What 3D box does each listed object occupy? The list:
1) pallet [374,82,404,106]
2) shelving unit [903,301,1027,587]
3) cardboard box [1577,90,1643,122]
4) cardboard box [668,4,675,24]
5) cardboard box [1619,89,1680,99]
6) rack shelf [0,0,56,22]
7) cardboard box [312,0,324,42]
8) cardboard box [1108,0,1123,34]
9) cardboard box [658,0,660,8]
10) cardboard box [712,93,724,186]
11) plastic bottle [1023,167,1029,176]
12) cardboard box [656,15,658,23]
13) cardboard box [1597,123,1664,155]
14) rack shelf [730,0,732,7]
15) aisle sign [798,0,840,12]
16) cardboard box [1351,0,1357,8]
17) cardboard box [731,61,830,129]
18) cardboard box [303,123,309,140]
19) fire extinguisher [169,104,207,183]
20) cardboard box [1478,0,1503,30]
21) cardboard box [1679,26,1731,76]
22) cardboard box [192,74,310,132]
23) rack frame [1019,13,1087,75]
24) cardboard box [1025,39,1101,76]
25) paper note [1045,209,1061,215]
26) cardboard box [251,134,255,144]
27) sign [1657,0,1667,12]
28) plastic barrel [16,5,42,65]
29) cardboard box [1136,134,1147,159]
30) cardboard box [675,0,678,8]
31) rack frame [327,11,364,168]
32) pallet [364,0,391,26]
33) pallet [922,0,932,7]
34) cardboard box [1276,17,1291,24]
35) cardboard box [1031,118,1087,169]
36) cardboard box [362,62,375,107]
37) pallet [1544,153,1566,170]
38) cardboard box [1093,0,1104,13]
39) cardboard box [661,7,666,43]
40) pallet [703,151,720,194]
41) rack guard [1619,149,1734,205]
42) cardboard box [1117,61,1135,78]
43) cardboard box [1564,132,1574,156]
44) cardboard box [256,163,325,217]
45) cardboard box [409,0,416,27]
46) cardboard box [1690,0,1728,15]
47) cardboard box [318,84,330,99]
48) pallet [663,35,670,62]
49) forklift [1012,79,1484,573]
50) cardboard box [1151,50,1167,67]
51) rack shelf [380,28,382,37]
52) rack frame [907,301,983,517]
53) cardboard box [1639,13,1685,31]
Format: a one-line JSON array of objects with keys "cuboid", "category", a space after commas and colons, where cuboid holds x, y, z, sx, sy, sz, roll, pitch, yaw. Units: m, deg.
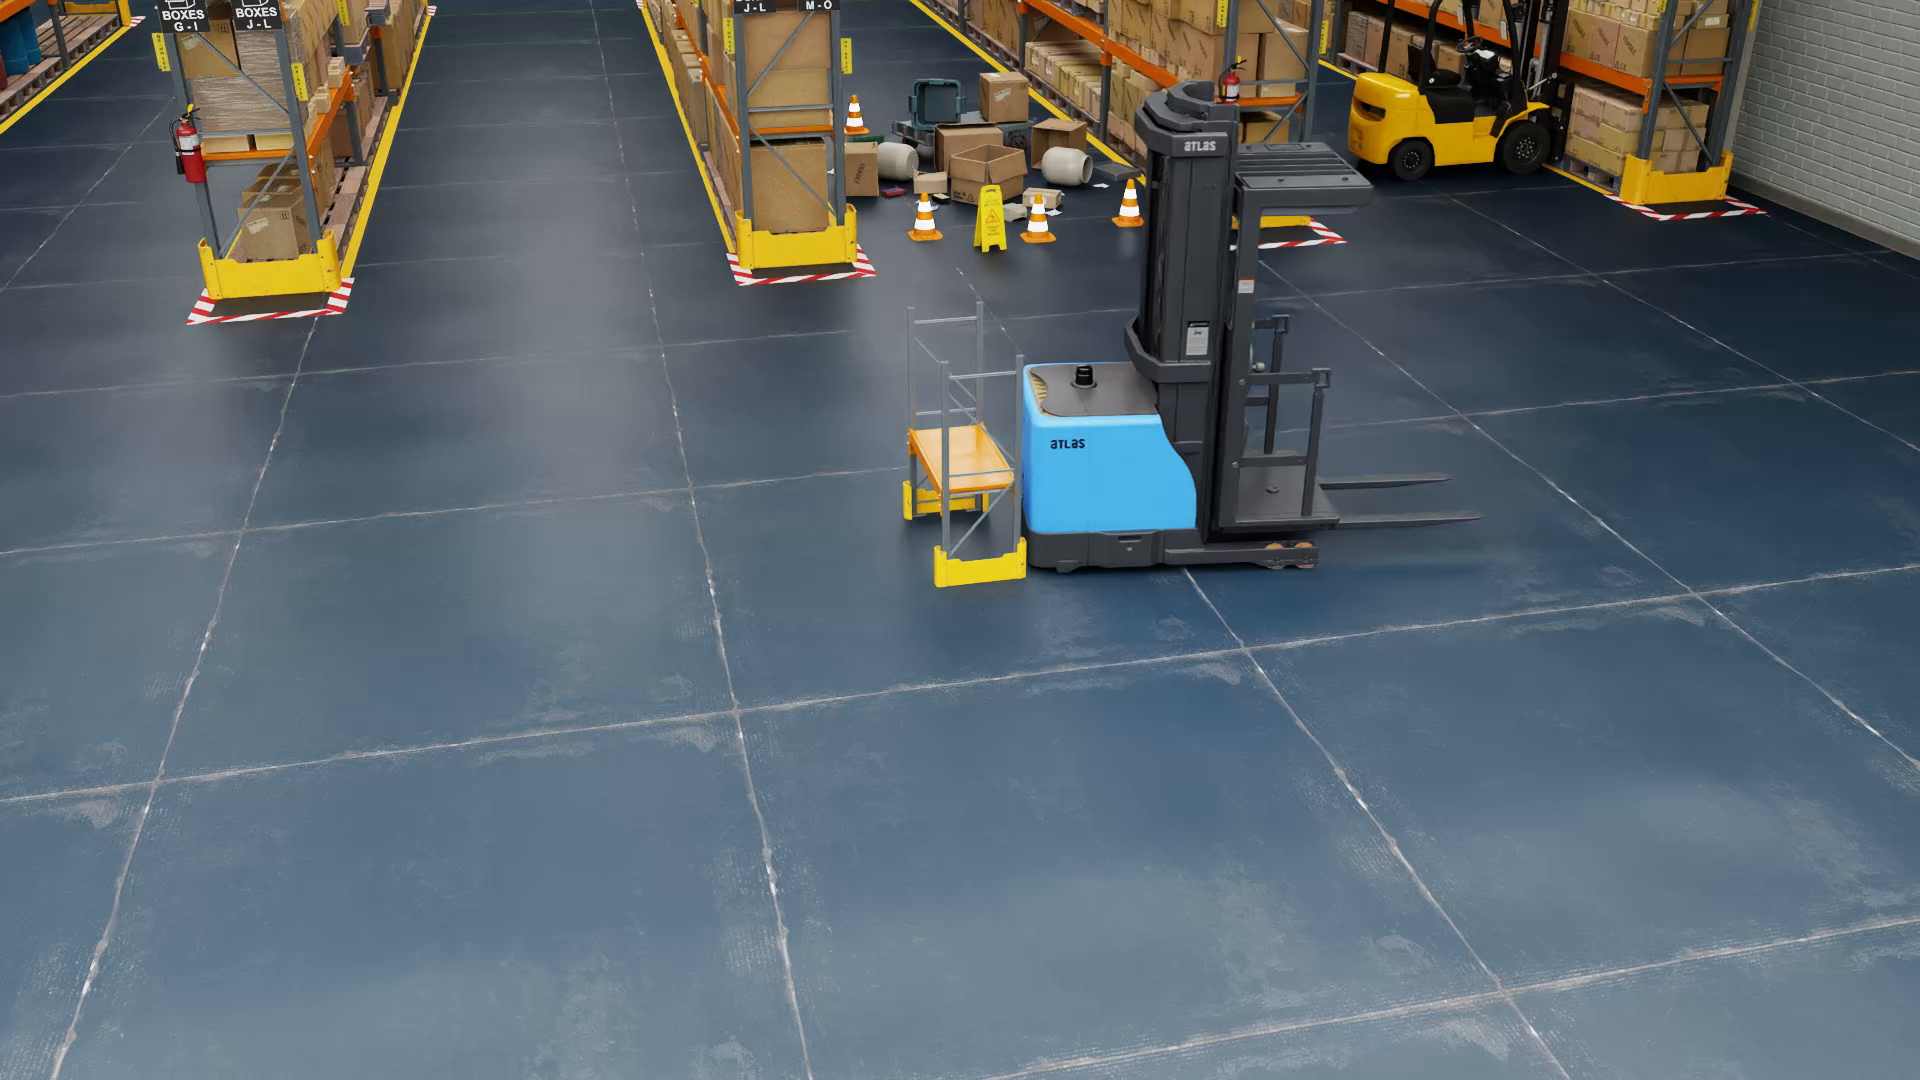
[{"cuboid": [-8.391, -6.306, 23.357, 1.003, 0.211, 1.213, -6, 27, -12], "category": "pallet"}, {"cuboid": [0.017, -0.636, 10.692, 0.587, 1.500, 1.083, -6, 27, -12], "category": "shelving unit"}, {"cuboid": [7.478, -4.998, 19.145, 0.500, 0.250, 0.500, -5, 27, -11], "category": "cardboard box"}, {"cuboid": [-4.064, -7.782, 24.661, 0.500, 0.250, 0.500, -5, 27, -10], "category": "cardboard box"}, {"cuboid": [7.967, -5.053, 19.255, 0.500, 0.250, 0.500, -6, 27, -12], "category": "cardboard box"}, {"cuboid": [-13.563, -7.251, 22.933, 1.077, 0.370, 4.000, -6, 27, -12], "category": "rack shelf"}, {"cuboid": [-6.680, -5.237, 16.592, 0.500, 0.500, 0.500, -6, 27, -12], "category": "cardboard box"}, {"cuboid": [2.098, -6.404, 20.014, 0.500, 0.500, 0.500, -6, 27, -12], "category": "cardboard box"}, {"cuboid": [-4.763, -8.831, 27.302, 0.380, 0.149, 0.250, -6, 27, -11], "category": "cardboard box"}, {"cuboid": [-2.249, -4.461, 18.498, 0.875, 0.875, 0.875, -6, 27, -11], "category": "cardboard box"}, {"cuboid": [0.734, -4.379, 19.705, 0.133, 0.061, 0.283, -1, 27, -3], "category": "plastic bottle"}, {"cuboid": [-4.852, -8.697, 27.696, 0.380, 0.149, 0.250, -7, 28, -13], "category": "cardboard box"}, {"cuboid": [7.593, -4.563, 18.838, 0.500, 0.250, 0.500, -6, 27, -12], "category": "cardboard box"}, {"cuboid": [-2.079, -6.041, 17.205, 1.077, 0.370, 4.000, -6, 27, -12], "category": "rack shelf"}, {"cuboid": [-1.320, -5.305, 15.392, 0.394, 0.787, 0.004, -6, 27, -12], "category": "aisle sign"}, {"cuboid": [6.356, -8.451, 26.098, 0.380, 0.149, 0.250, -5, 27, -10], "category": "cardboard box"}, {"cuboid": [-1.756, -4.370, 16.259, 0.875, 0.550, 0.550, -6, 27, -12], "category": "cardboard box"}, {"cuboid": [-6.353, -3.834, 15.643, 0.380, 0.149, 0.250, -6, 27, -12], "category": "cardboard box"}, {"cuboid": [-6.907, -3.554, 14.895, 0.296, 0.674, 0.183, -6, 27, -12], "category": "fire extinguisher"}, {"cuboid": [6.951, -6.777, 21.083, 0.500, 0.500, 0.500, -7, 28, -13], "category": "cardboard box"}, {"cuboid": [8.166, -5.488, 18.529, 0.500, 0.500, 0.500, -5, 27, -10], "category": "cardboard box"}, {"cuboid": [-6.581, -4.107, 15.464, 0.875, 0.500, 0.500, -6, 27, -12], "category": "cardboard box"}, {"cuboid": [1.369, -8.204, 24.021, 1.000, 3.000, 0.127, -6, 27, -12], "category": "rack frame"}, {"cuboid": [1.486, -6.969, 24.025, 0.950, 0.372, 0.625, -8, 28, -15], "category": "cardboard box"}, {"cuboid": [1.019, -3.579, 18.154, 0.148, 0.019, 0.142, -16, 31, -29], "category": "paper note"}, {"cuboid": [-6.804, -3.787, 15.550, 0.380, 0.149, 0.250, -6, 27, -12], "category": "cardboard box"}, {"cuboid": [7.475, -5.771, 17.654, 0.100, 0.325, 0.005, -6, 27, -12], "category": "sign"}, {"cuboid": [-13.907, -7.461, 24.412, 0.600, 0.901, 0.708, -6, 27, -12], "category": "plastic barrel"}, {"cuboid": [2.394, -4.656, 19.577, 0.500, 0.250, 0.500, -6, 27, -12], "category": "cardboard box"}, {"cuboid": [-3.593, -7.477, 22.470, 0.500, 0.500, 0.500, -6, 27, -11], "category": "cardboard box"}, {"cuboid": [-7.385, -5.441, 18.548, 1.000, 3.000, 0.127, -6, 27, -12], "category": "rack frame"}, {"cuboid": [-8.022, -6.810, 21.472, 1.213, 0.211, 1.003, -6, 27, -12], "category": "pallet"}, {"cuboid": [-0.178, -10.128, 30.928, 1.003, 0.211, 1.213, -6, 27, -12], "category": "pallet"}, {"cuboid": [3.215, -5.332, 17.891, 0.500, 0.500, 0.500, -5, 27, -10], "category": "cardboard box"}, {"cuboid": [1.186, -4.724, 19.899, 0.500, 0.500, 0.500, 13, 30, 24], "category": "cardboard box"}, {"cuboid": [-8.116, -5.986, 21.913, 0.700, 0.500, 0.500, -7, 28, -14], "category": "cardboard box"}, {"cuboid": [7.522, -4.819, 20.409, 1.003, 0.211, 1.213, -6, 27, -12], "category": "pallet"}, {"cuboid": [1.885, -6.721, 20.896, 0.380, 0.149, 0.250, -6, 27, -11], "category": "cardboard box"}, {"cuboid": [-4.424, -8.133, 26.189, 0.500, 0.500, 0.500, -5, 27, -10], "category": "cardboard box"}, {"cuboid": [-2.435, -4.314, 19.410, 1.003, 0.211, 1.213, -6, 27, -12], "category": "pallet"}, {"cuboid": [8.012, -4.071, 18.607, 1.175, 0.500, 0.348, -6, 27, -12], "category": "rack guard"}, {"cuboid": [2.110, -5.685, 20.064, 0.380, 0.149, 0.250, -6, 27, -11], "category": "cardboard box"}, {"cuboid": [7.386, -4.771, 19.806, 0.500, 0.250, 0.500, -6, 27, -11], "category": "cardboard box"}, {"cuboid": [-6.899, -3.569, 17.146, 0.500, 0.500, 0.500, -3, 27, -7], "category": "cardboard box"}, {"cuboid": [-9.461, -8.885, 27.264, 0.875, 0.875, 0.875, -6, 27, -12], "category": "cardboard box"}, {"cuboid": [8.139, -5.834, 18.164, 0.380, 0.149, 0.250, -6, 27, -13], "category": "cardboard box"}, {"cuboid": [-6.726, -4.605, 17.170, 0.380, 0.149, 0.250, -6, 27, -12], "category": "cardboard box"}, {"cuboid": [-4.156, -7.826, 26.368, 1.003, 0.211, 1.213, -6, 27, -12], "category": "pallet"}, {"cuboid": [1.903, -1.354, 10.526, 3.031, 2.935, 1.130, -2, 27, -4], "category": "forklift"}, {"cuboid": [2.392, -5.495, 18.932, 0.380, 0.149, 0.250, -6, 27, -12], "category": "cardboard box"}, {"cuboid": [-8.737, -7.754, 23.929, 1.077, 0.370, 4.000, -6, 27, -12], "category": "rack shelf"}, {"cuboid": [-0.095, -0.855, 11.126, 0.500, 1.500, 0.032, -6, 27, -12], "category": "rack frame"}, {"cuboid": [7.656, -5.655, 18.141, 0.380, 0.149, 0.250, -6, 27, -11], "category": "cardboard box"}]
